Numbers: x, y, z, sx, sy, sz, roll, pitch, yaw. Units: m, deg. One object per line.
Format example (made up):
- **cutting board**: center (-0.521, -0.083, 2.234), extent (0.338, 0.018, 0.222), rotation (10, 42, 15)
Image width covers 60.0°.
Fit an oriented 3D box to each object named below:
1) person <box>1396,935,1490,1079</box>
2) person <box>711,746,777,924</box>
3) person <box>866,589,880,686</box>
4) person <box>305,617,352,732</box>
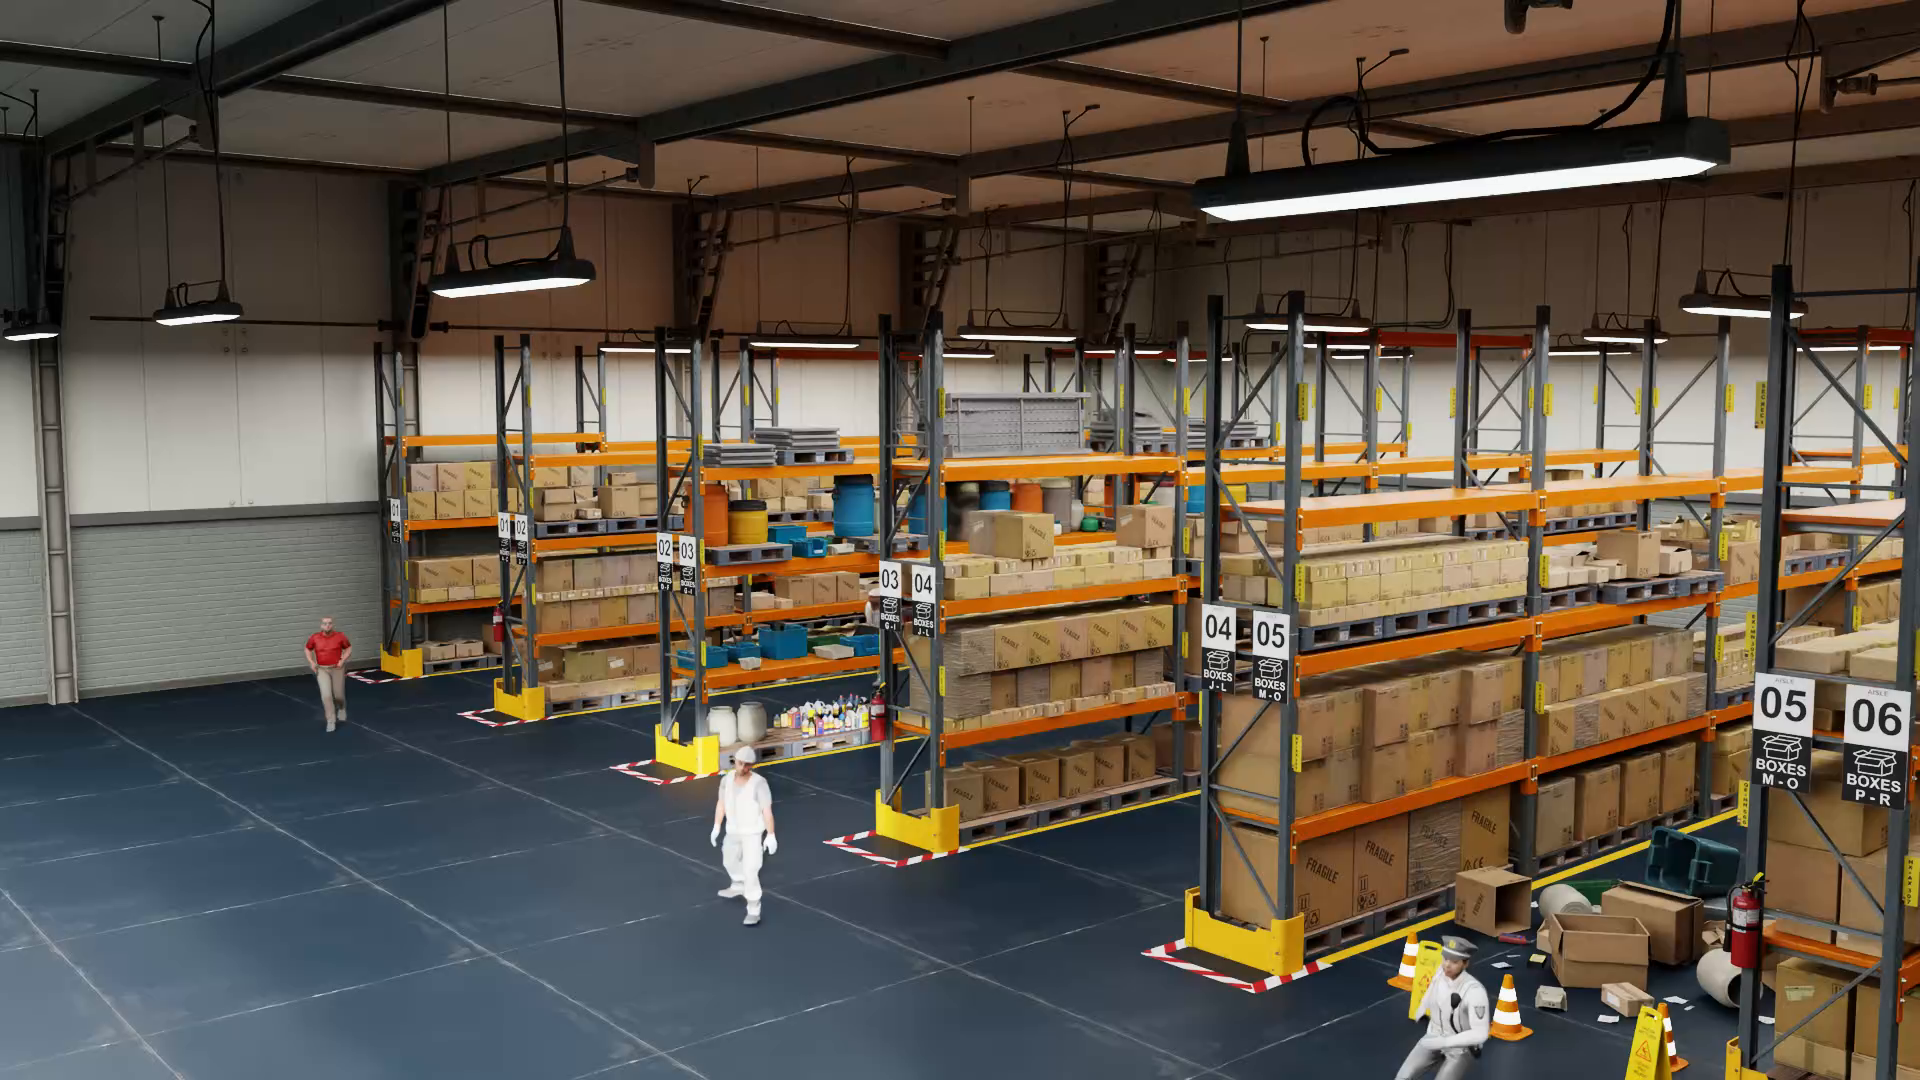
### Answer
- **person**: center (3.203, 3.379, 11.089), extent (0.629, 1.594, 0.753), rotation (-4, 7, -41)
- **person**: center (-2.145, 2.823, 16.322), extent (0.840, 1.721, 0.736), rotation (3, 6, 27)
- **person**: center (-1.371, 1.673, 28.753), extent (0.666, 1.704, 0.714), rotation (3, 6, 30)
- **person**: center (-9.622, 2.015, 25.354), extent (0.680, 1.723, 0.780), rotation (-2, 5, -18)
